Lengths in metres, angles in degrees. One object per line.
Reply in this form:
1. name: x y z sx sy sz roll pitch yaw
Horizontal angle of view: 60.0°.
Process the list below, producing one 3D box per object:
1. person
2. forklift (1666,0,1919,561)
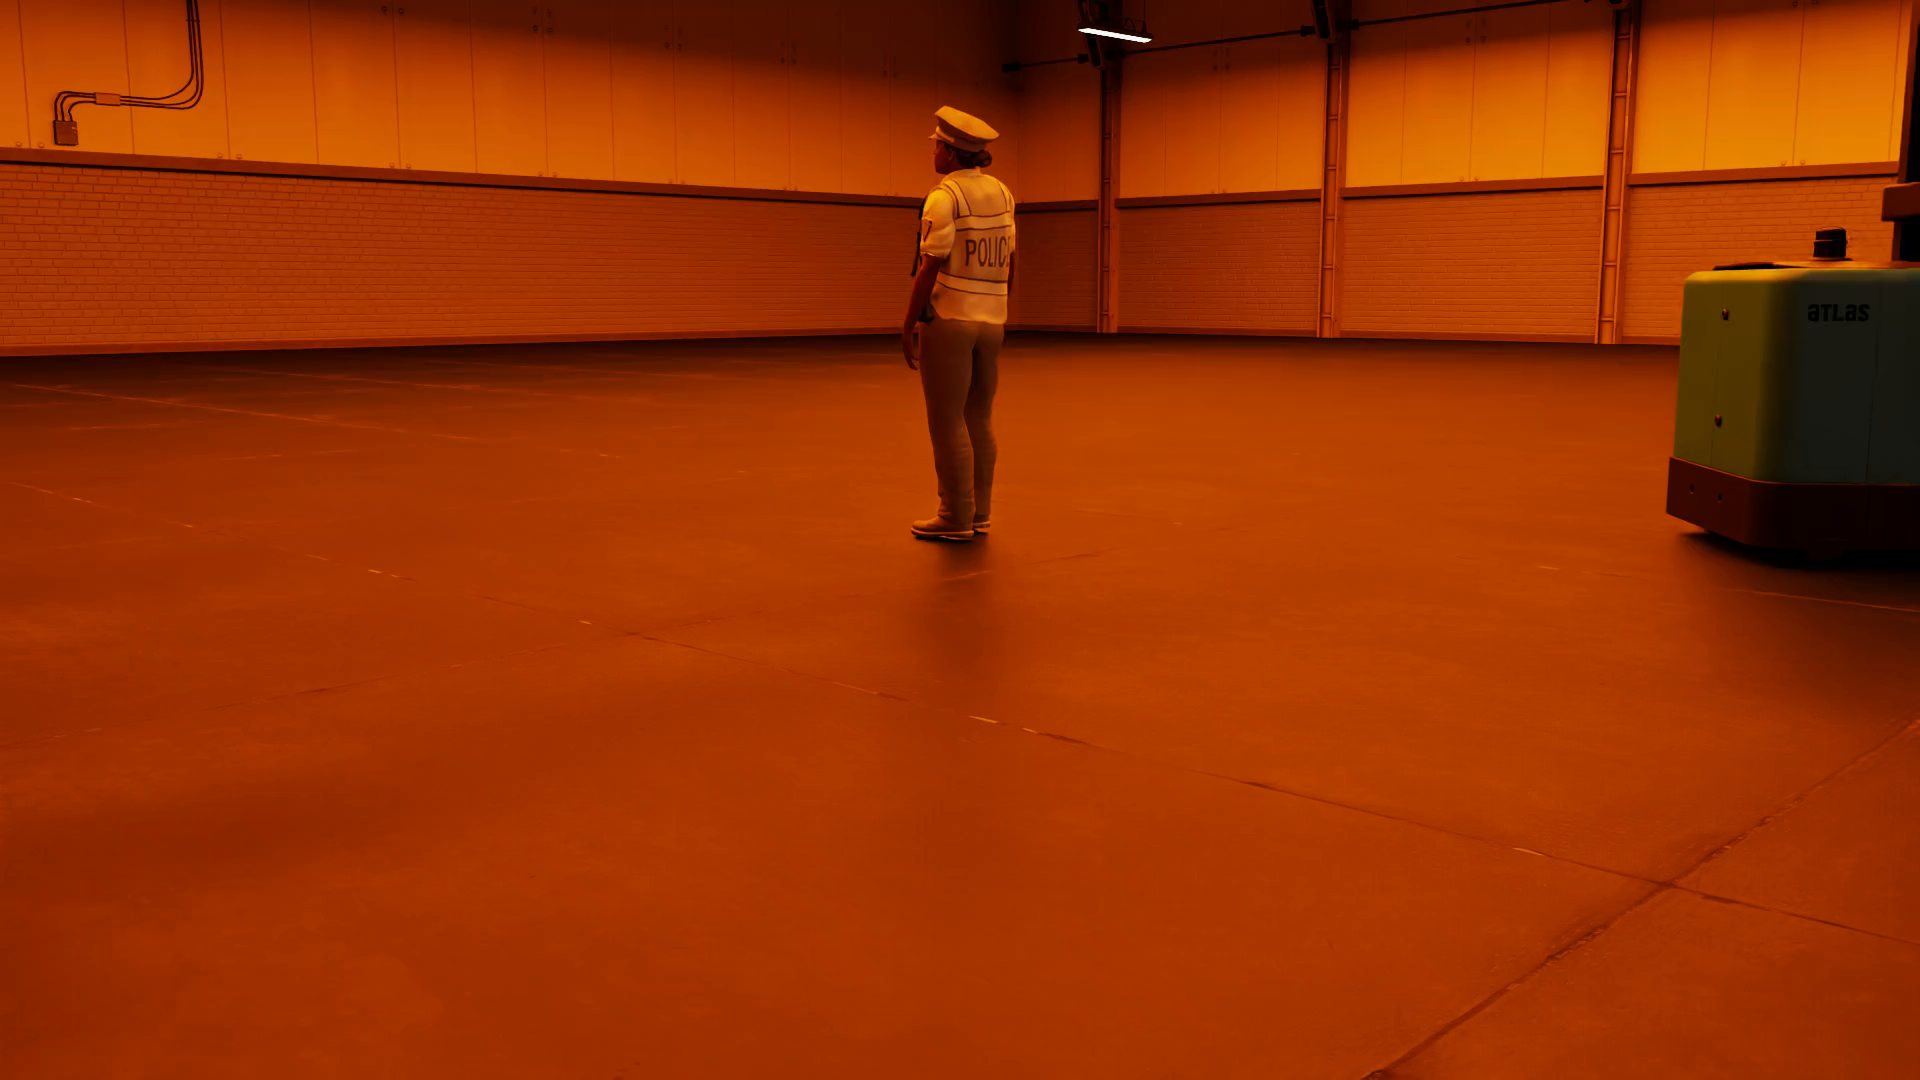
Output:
1. person: -0.041 -0.855 6.656 0.528 1.697 0.570 8 12 43
2. forklift: 4.435 -1.407 6.216 3.031 2.935 1.130 1 9 4
